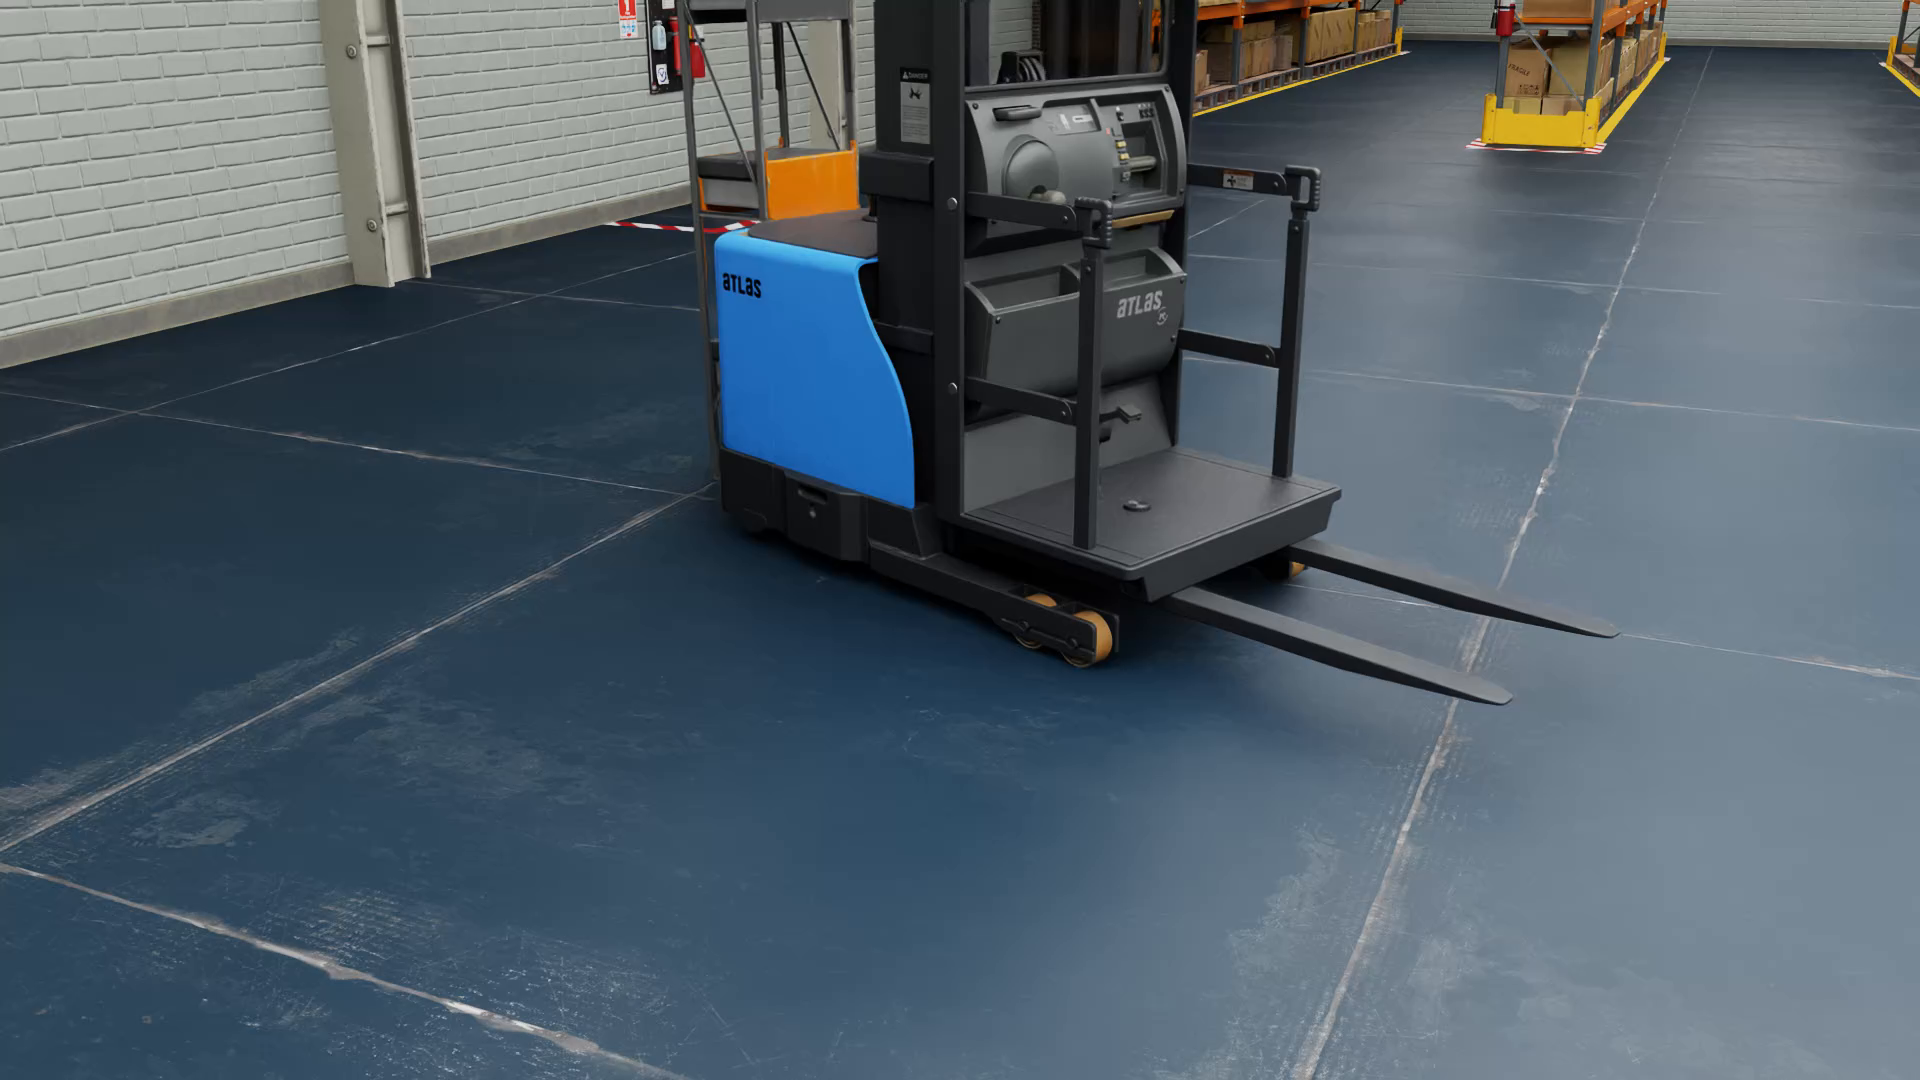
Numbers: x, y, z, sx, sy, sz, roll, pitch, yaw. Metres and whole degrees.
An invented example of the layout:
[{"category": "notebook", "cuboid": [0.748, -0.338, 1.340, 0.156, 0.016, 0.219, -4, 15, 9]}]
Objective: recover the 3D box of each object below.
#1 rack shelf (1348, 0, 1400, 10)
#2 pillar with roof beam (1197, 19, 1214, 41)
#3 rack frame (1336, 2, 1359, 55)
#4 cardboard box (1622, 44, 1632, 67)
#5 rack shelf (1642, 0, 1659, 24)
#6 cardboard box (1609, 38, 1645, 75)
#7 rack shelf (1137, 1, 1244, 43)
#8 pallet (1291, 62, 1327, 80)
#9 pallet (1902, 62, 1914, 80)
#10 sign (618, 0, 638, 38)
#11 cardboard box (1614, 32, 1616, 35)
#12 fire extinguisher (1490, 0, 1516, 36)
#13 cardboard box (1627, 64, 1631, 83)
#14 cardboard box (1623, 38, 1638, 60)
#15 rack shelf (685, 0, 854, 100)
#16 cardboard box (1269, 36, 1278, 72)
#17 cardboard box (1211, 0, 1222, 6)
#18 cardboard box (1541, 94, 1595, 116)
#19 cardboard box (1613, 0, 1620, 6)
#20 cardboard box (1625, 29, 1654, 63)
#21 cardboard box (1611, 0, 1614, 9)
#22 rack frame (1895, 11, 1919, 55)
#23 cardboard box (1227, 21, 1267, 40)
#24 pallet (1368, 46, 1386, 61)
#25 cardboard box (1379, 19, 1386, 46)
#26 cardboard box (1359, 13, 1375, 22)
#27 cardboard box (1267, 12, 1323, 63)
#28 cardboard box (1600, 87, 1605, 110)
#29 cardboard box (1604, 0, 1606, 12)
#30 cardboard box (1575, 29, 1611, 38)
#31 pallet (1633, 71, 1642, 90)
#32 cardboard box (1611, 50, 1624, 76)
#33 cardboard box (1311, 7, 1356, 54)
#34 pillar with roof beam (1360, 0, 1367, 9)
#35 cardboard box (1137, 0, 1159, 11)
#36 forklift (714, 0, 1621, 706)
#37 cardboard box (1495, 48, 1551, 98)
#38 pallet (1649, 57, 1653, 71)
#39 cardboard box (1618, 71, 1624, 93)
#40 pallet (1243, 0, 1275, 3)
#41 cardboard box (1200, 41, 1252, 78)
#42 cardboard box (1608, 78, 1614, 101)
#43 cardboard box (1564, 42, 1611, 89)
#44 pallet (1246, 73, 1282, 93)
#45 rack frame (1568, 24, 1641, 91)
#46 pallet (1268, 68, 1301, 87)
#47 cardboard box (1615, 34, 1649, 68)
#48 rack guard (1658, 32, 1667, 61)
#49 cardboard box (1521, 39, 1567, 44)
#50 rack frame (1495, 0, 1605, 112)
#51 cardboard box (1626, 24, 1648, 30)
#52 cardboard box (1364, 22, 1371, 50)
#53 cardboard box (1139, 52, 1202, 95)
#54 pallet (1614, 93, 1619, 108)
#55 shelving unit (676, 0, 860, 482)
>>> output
[{"category": "rack shelf", "cuboid": [7.512, -10.354, 31.681, 1.077, 0.370, 4.000, 9, 21, 23]}, {"category": "pillar with roof beam", "cuboid": [7.661, -10.816, 22.953, 9.100, 9.000, 0.400, 9, 21, 23]}, {"category": "rack frame", "cuboid": [6.693, -10.082, 29.841, 1.000, 3.000, 0.127, 9, 21, 23]}, {"category": "cardboard box", "cuboid": [8.962, -6.687, 22.934, 0.500, 0.311, 0.500, 9, 22, 24]}, {"category": "rack shelf", "cuboid": [10.394, -8.453, 26.335, 1.077, 0.370, 4.000, 9, 21, 23]}, {"category": "cardboard box", "cuboid": [10.023, -7.310, 25.121, 0.500, 0.500, 0.500, 10, 22, 25]}, {"category": "rack shelf", "cuboid": [2.598, -6.686, 21.366, 1.077, 0.370, 4.000, 9, 21, 23]}, {"category": "pallet", "cuboid": [5.446, -7.776, 27.519, 1.003, 0.211, 1.213, 9, 21, 23]}, {"category": "pallet", "cuboid": [15.997, -7.639, 27.133, 1.003, 0.211, 1.213, 9, 21, 23]}, {"category": "sign", "cuboid": [-2.548, -4.024, 12.753, 0.001, 0.329, 0.234, 9, 21, 23]}, {"category": "cardboard box", "cuboid": [10.373, -8.002, 27.067, 0.500, 0.500, 0.500, 9, 21, 23]}, {"category": "fire extinguisher", "cuboid": [5.827, -5.726, 17.709, 0.296, 0.674, 0.183, 9, 21, 23]}, {"category": "cardboard box", "cuboid": [9.166, -6.577, 23.463, 0.500, 0.250, 0.500, 9, 22, 24]}, {"category": "cardboard box", "cuboid": [9.586, -7.153, 24.246, 0.500, 0.311, 0.500, 9, 22, 24]}, {"category": "rack shelf", "cuboid": [-0.719, -1.915, 6.150, 0.431, 0.518, 0.480, 13, 23, 38]}, {"category": "cardboard box", "cuboid": [4.490, -7.520, 25.711, 0.700, 0.500, 0.500, 9, 21, 23]}, {"category": "cardboard box", "cuboid": [3.096, -7.082, 21.599, 0.500, 0.250, 0.500, 8, 21, 22]}, {"category": "cardboard box", "cuboid": [6.722, -4.771, 18.384, 0.500, 0.250, 0.500, 9, 21, 23]}, {"category": "cardboard box", "cuboid": [8.487, -7.082, 21.781, 0.380, 0.149, 0.250, 9, 21, 23]}, {"category": "cardboard box", "cuboid": [11.273, -8.243, 27.744, 0.500, 0.500, 0.500, 8, 21, 22]}, {"category": "cardboard box", "cuboid": [7.761, -6.868, 20.656, 0.700, 0.500, 0.500, 8, 21, 21]}, {"category": "rack frame", "cuboid": [17.369, -9.945, 29.457, 1.000, 3.000, 0.127, 9, 21, 23]}, {"category": "cardboard box", "cuboid": [4.311, -7.691, 25.074, 0.500, 0.250, 0.500, 8, 21, 22]}, {"category": "pallet", "cuboid": [7.574, -9.364, 31.984, 1.003, 0.211, 1.213, 9, 21, 23]}, {"category": "cardboard box", "cuboid": [7.930, -9.944, 32.558, 0.700, 0.500, 0.500, 8, 21, 23]}, {"category": "cardboard box", "cuboid": [7.613, -9.861, 31.357, 0.380, 0.149, 0.250, 8, 21, 21]}, {"category": "cardboard box", "cuboid": [5.475, -8.251, 27.274, 0.750, 0.750, 0.750, 8, 21, 22]}, {"category": "cardboard box", "cuboid": [7.338, -5.229, 19.673, 0.500, 0.250, 0.500, 9, 21, 23]}, {"category": "cardboard box", "cuboid": [7.134, -6.397, 19.330, 0.700, 0.500, 0.500, 9, 22, 24]}, {"category": "cardboard box", "cuboid": [9.763, -7.899, 25.659, 0.500, 0.250, 0.500, 9, 22, 25]}, {"category": "pallet", "cuboid": [9.916, -7.090, 25.589, 1.003, 0.211, 1.213, 9, 21, 23]}, {"category": "cardboard box", "cuboid": [8.334, -6.217, 21.612, 0.500, 0.311, 0.500, 9, 21, 23]}, {"category": "cardboard box", "cuboid": [6.545, -9.050, 29.522, 0.750, 0.750, 0.750, 9, 21, 23]}, {"category": "pillar with roof beam", "cuboid": [12.575, -14.485, 33.268, 9.100, 9.000, 0.400, 9, 21, 23]}, {"category": "cardboard box", "cuboid": [2.268, -6.458, 19.845, 0.500, 0.250, 0.500, 8, 21, 21]}, {"category": "forklift", "cuboid": [0.525, -1.200, 4.968, 1.130, 2.935, 3.031, -18, 27, -42]}, {"category": "cardboard box", "cuboid": [6.248, -5.195, 18.459, 0.500, 0.500, 0.500, 9, 21, 23]}, {"category": "pallet", "cuboid": [11.495, -8.299, 28.990, 1.003, 0.211, 1.213, 9, 21, 23]}, {"category": "cardboard box", "cuboid": [8.539, -6.106, 22.137, 0.500, 0.250, 0.500, 9, 22, 24]}, {"category": "pallet", "cuboid": [3.862, -7.760, 23.598, 1.003, 0.211, 1.213, 9, 21, 23]}, {"category": "cardboard box", "cuboid": [3.869, -7.058, 24.412, 0.700, 0.500, 0.500, 8, 21, 22]}, {"category": "cardboard box", "cuboid": [7.947, -5.688, 20.964, 0.500, 0.250, 0.500, 9, 21, 23]}, {"category": "cardboard box", "cuboid": [7.339, -5.582, 19.547, 0.500, 0.500, 0.500, 9, 21, 23]}, {"category": "pallet", "cuboid": [4.232, -6.935, 25.154, 1.003, 0.211, 1.213, 9, 21, 23]}, {"category": "rack frame", "cuboid": [9.575, -8.181, 24.495, 1.000, 3.000, 0.127, 9, 21, 23]}, {"category": "pallet", "cuboid": [4.733, -7.307, 26.199, 1.003, 0.211, 1.213, 9, 21, 23]}, {"category": "cardboard box", "cuboid": [10.651, -7.784, 26.453, 0.500, 0.500, 0.500, 8, 21, 21]}, {"category": "rack guard", "cuboid": [12.820, -9.425, 31.725, 1.175, 0.500, 0.348, 9, 21, 23]}, {"category": "cardboard box", "cuboid": [7.053, -5.809, 20.184, 0.500, 0.500, 0.500, 9, 21, 23]}, {"category": "rack frame", "cuboid": [6.299, -5.735, 17.618, 1.000, 3.000, 0.127, 9, 21, 23]}, {"category": "cardboard box", "cuboid": [11.978, -9.009, 29.895, 0.797, 0.503, 0.637, 9, 21, 23]}, {"category": "cardboard box", "cuboid": [7.301, -9.470, 31.224, 0.700, 0.500, 0.500, 8, 21, 22]}, {"category": "cardboard box", "cuboid": [2.724, -6.034, 21.533, 0.700, 0.500, 0.500, 7, 21, 19]}, {"category": "pallet", "cuboid": [8.204, -5.875, 22.172, 1.003, 0.211, 1.213, 9, 21, 23]}, {"category": "shelving unit", "cuboid": [-0.700, -1.264, 6.365, 0.431, 2.100, 0.503, 13, 23, 38]}]
